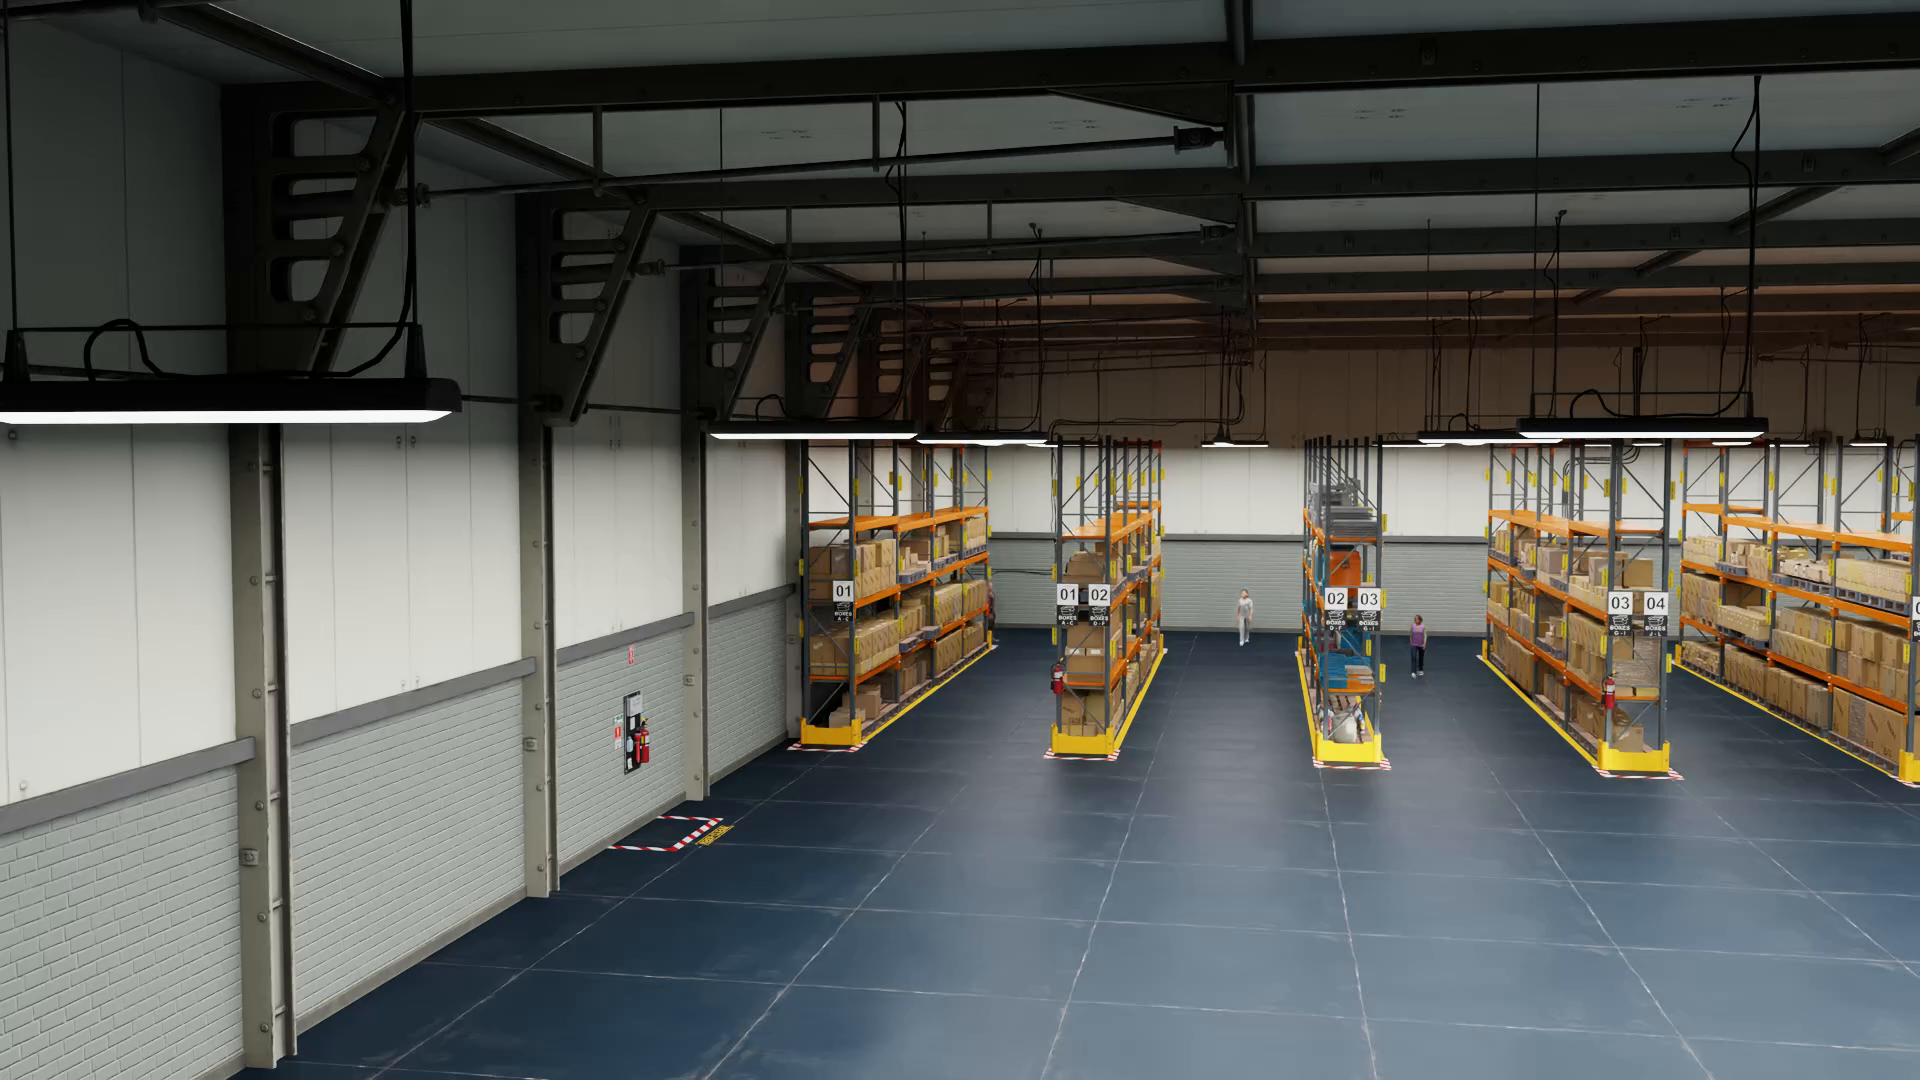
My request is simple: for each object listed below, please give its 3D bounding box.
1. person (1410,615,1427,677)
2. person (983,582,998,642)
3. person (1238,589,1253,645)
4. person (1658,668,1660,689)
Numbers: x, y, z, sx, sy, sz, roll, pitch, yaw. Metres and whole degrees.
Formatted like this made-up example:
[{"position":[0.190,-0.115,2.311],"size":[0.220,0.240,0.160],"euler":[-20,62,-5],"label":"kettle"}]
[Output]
[{"position":[11.531,2.662,41.847],"size":[0.432,1.552,0.903],"euler":[1,3,21],"label":"person"},{"position":[0.803,2.143,49.379],"size":[0.631,1.770,0.616],"euler":[1,3,20],"label":"person"},{"position":[8.385,2.258,48.890],"size":[0.455,1.604,1.064],"euler":[1,3,11],"label":"person"},{"position":[16.059,2.818,38.557],"size":[0.522,1.658,0.506],"euler":[2,4,29],"label":"person"}]
